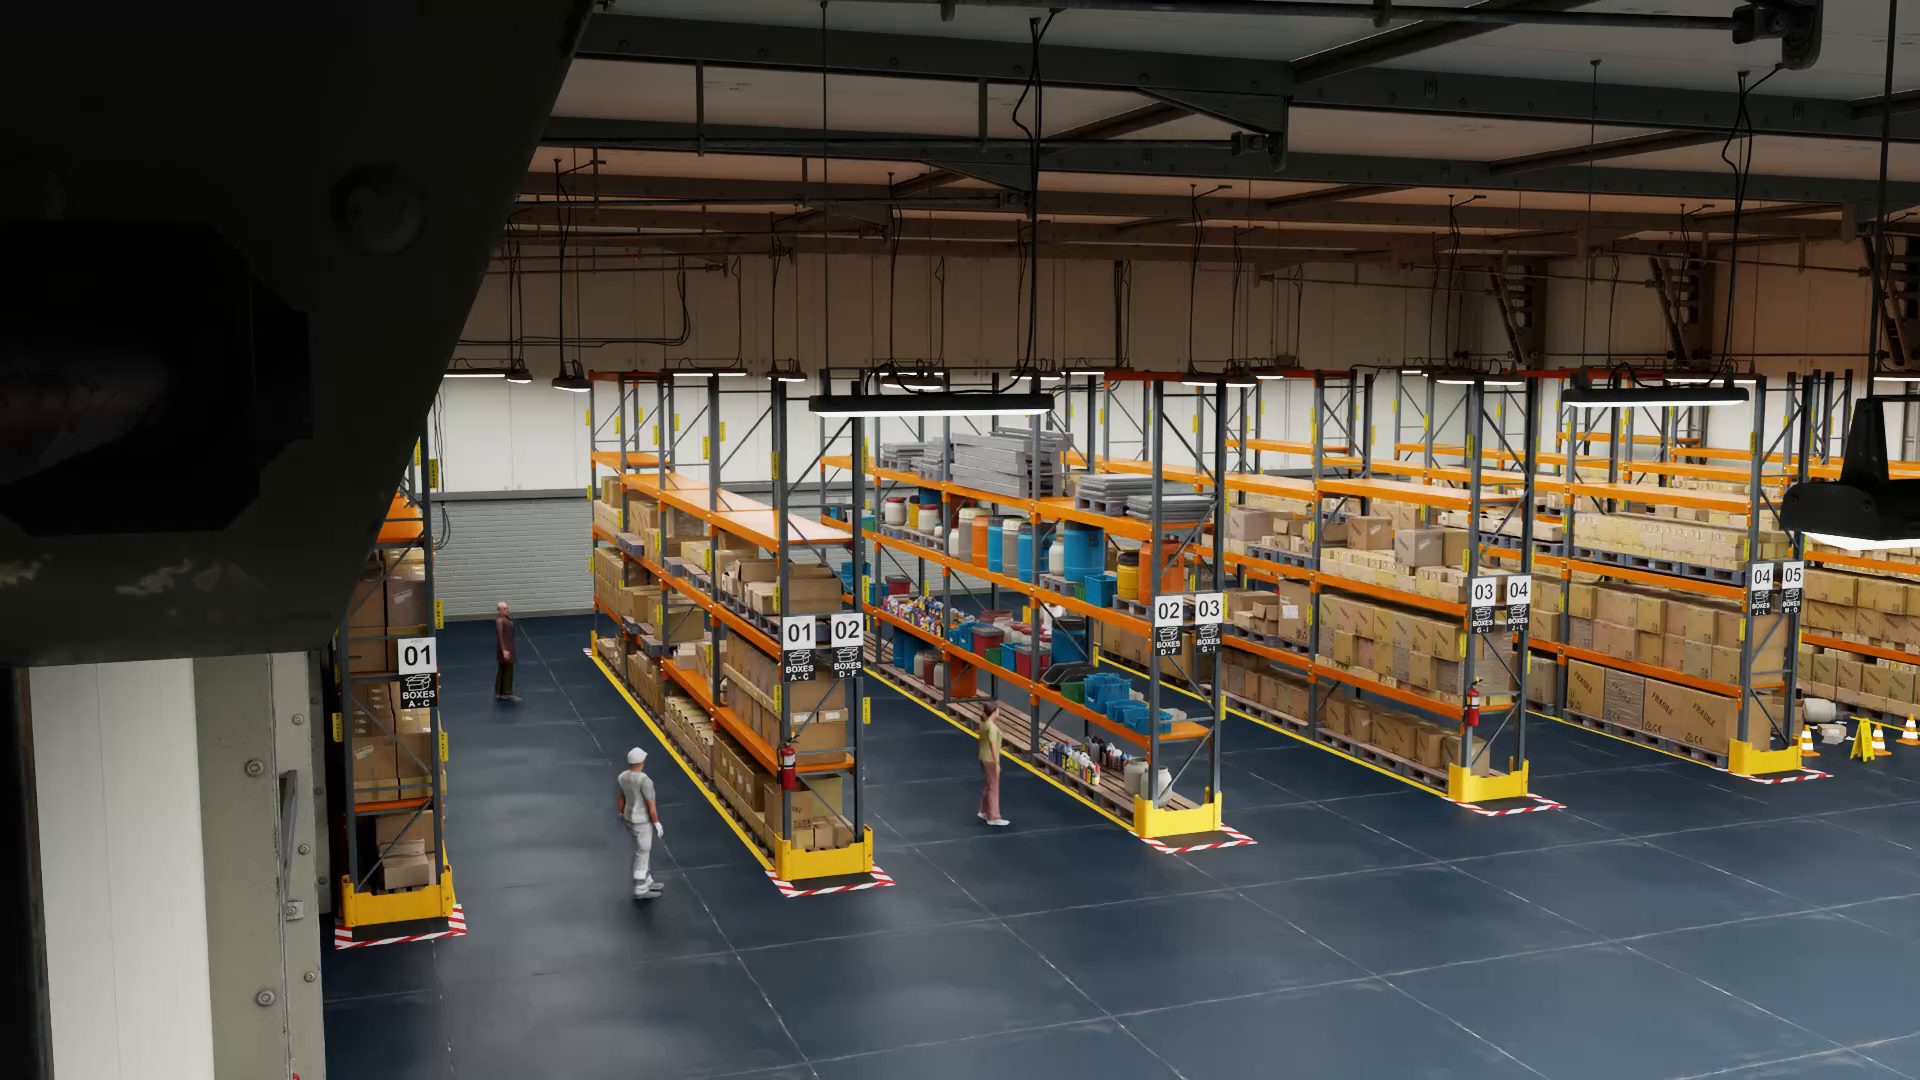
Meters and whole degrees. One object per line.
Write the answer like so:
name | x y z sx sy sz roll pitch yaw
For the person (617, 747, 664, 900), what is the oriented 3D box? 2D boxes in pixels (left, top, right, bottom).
person | -3.686 3.278 19.435 0.576 1.789 0.634 -4 8 -33

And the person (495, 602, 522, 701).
person | -8.323 2.048 30.519 0.459 1.810 0.648 -2 7 -20

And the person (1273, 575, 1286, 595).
person | 6.597 1.604 34.709 0.516 1.733 0.565 -1 6 -10

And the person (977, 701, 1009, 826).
person | 0.434 3.041 22.468 0.375 1.718 0.534 -2 7 -20

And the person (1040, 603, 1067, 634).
person | 1.809 1.841 32.321 0.666 1.721 0.993 -2 7 -16
